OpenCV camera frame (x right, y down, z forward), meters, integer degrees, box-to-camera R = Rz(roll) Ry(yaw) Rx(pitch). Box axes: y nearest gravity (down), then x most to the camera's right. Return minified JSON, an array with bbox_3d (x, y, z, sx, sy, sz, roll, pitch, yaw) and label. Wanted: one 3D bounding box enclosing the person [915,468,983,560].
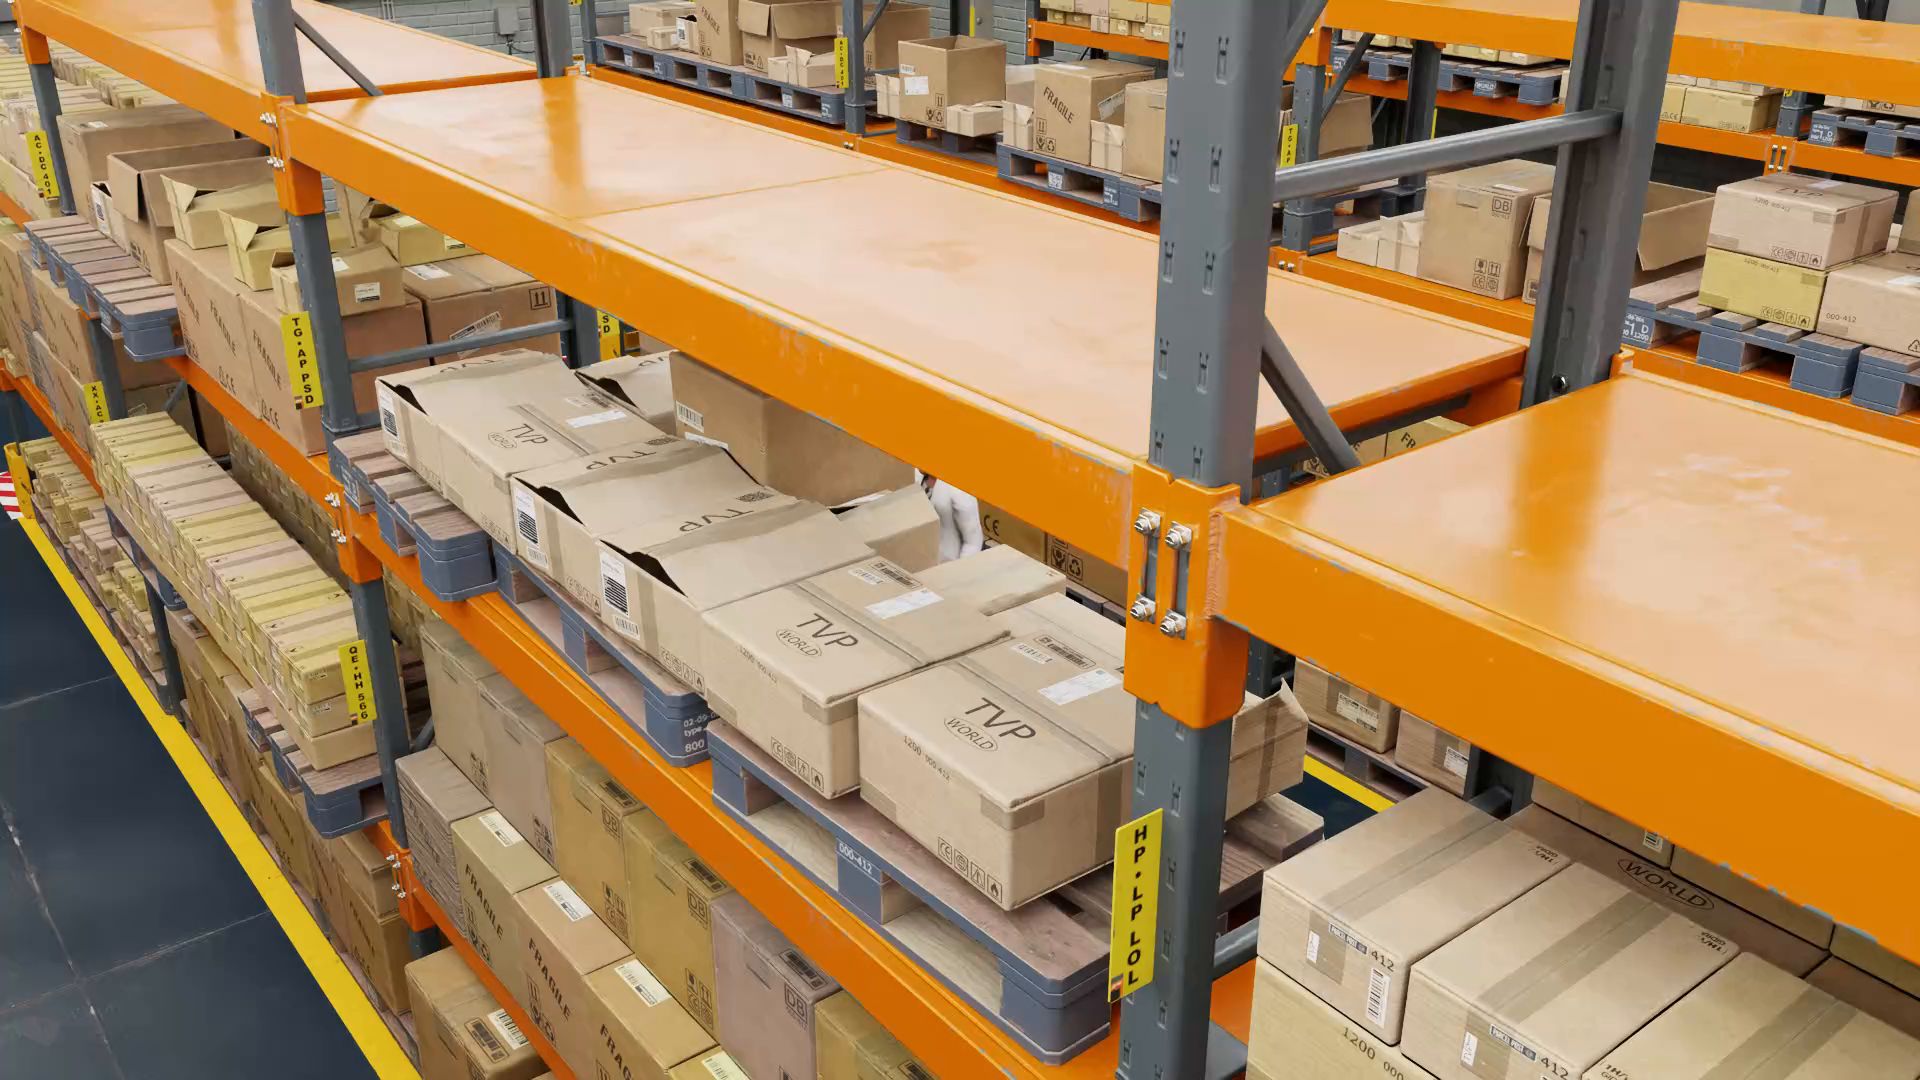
[{"bbox_3d":[-0.130,0.176,9.574,0.424,1.773,0.640,-19,30,-35],"label":"person"}]
